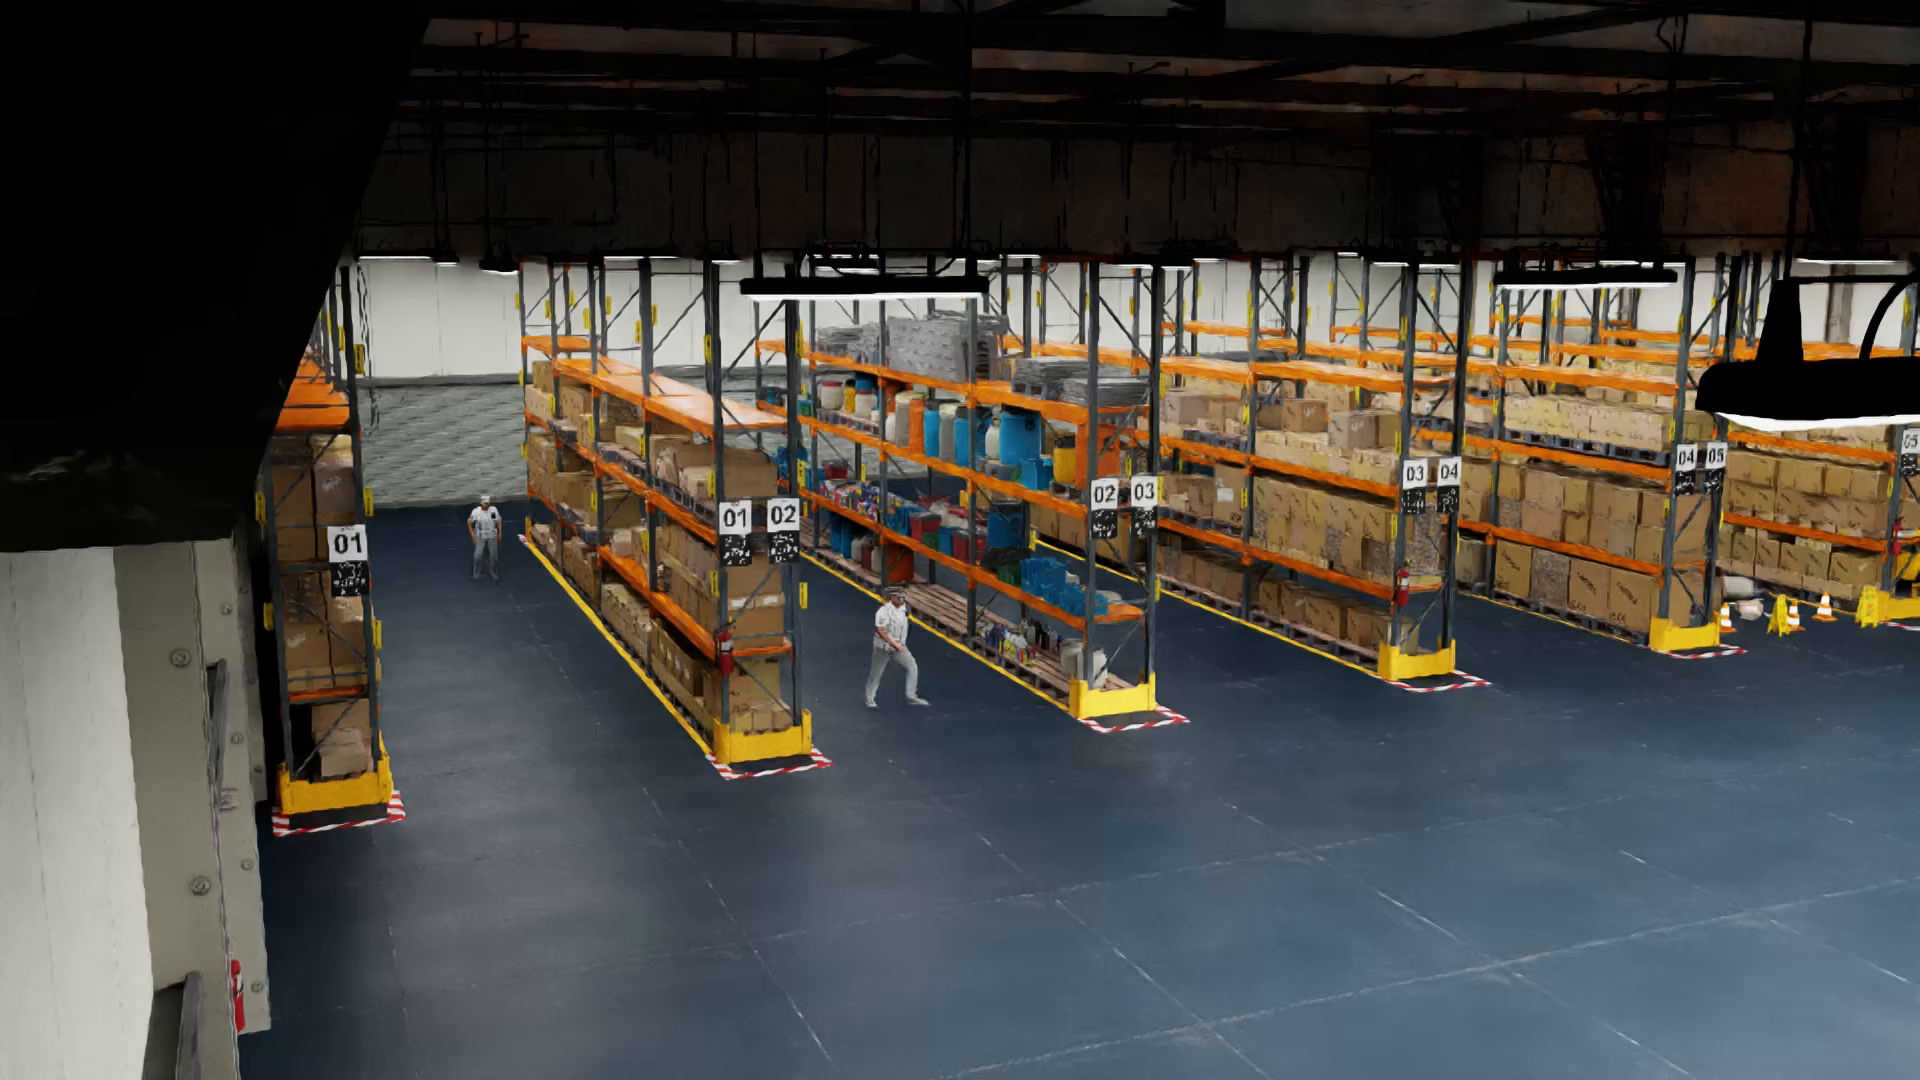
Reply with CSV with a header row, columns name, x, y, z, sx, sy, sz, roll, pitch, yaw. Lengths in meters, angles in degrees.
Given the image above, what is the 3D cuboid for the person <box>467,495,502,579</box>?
name,x,y,z,sx,sy,sz,roll,pitch,yaw
person,-8.813,-0.054,30.904,0.625,1.611,0.568,-5,11,-24

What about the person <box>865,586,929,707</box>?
name,x,y,z,sx,sy,sz,roll,pitch,yaw
person,-0.919,1.422,22.516,0.691,1.699,0.793,-10,14,-43
